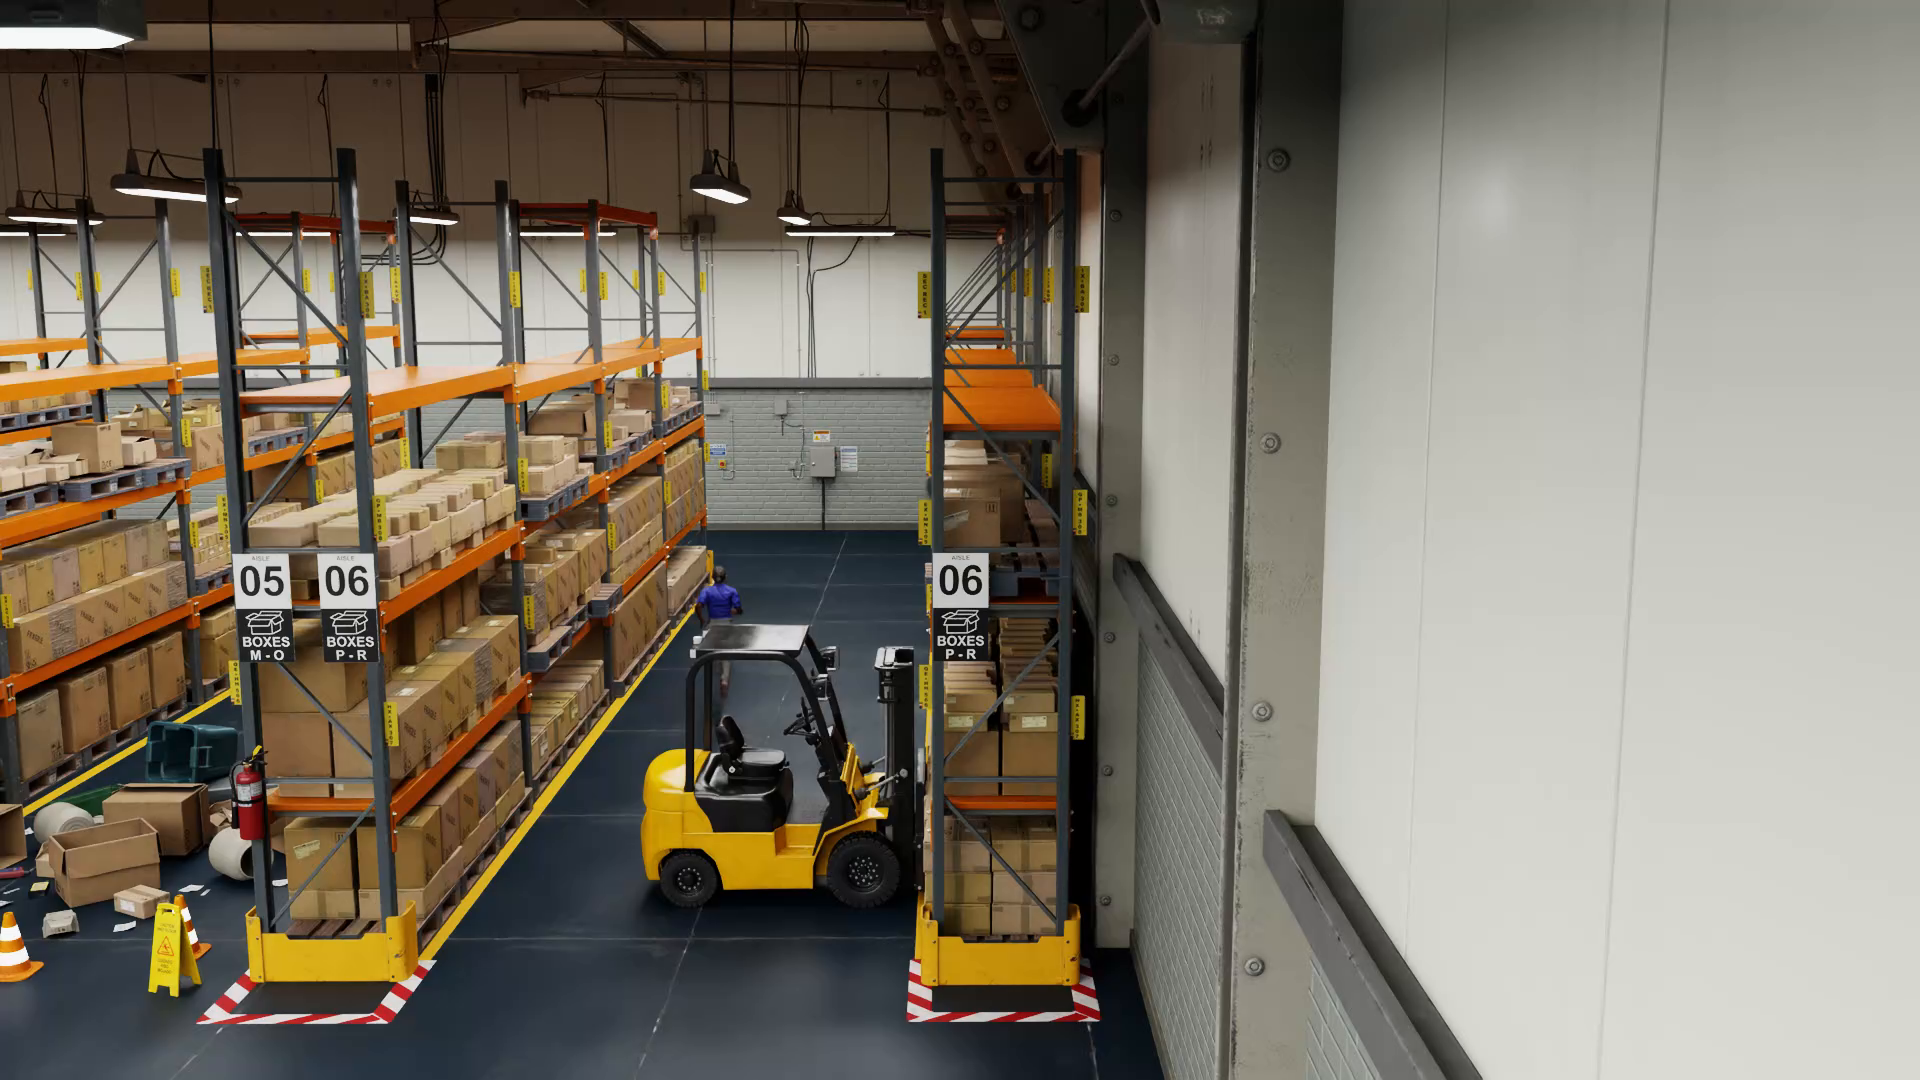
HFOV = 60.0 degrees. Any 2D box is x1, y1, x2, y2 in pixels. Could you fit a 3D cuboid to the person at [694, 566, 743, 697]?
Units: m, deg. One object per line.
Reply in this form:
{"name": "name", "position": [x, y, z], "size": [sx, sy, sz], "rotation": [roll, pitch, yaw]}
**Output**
{"name": "person", "position": [-2.915, 1.088, 20.177], "size": [0.580, 1.560, 0.919], "rotation": [-1, 9, -6]}
